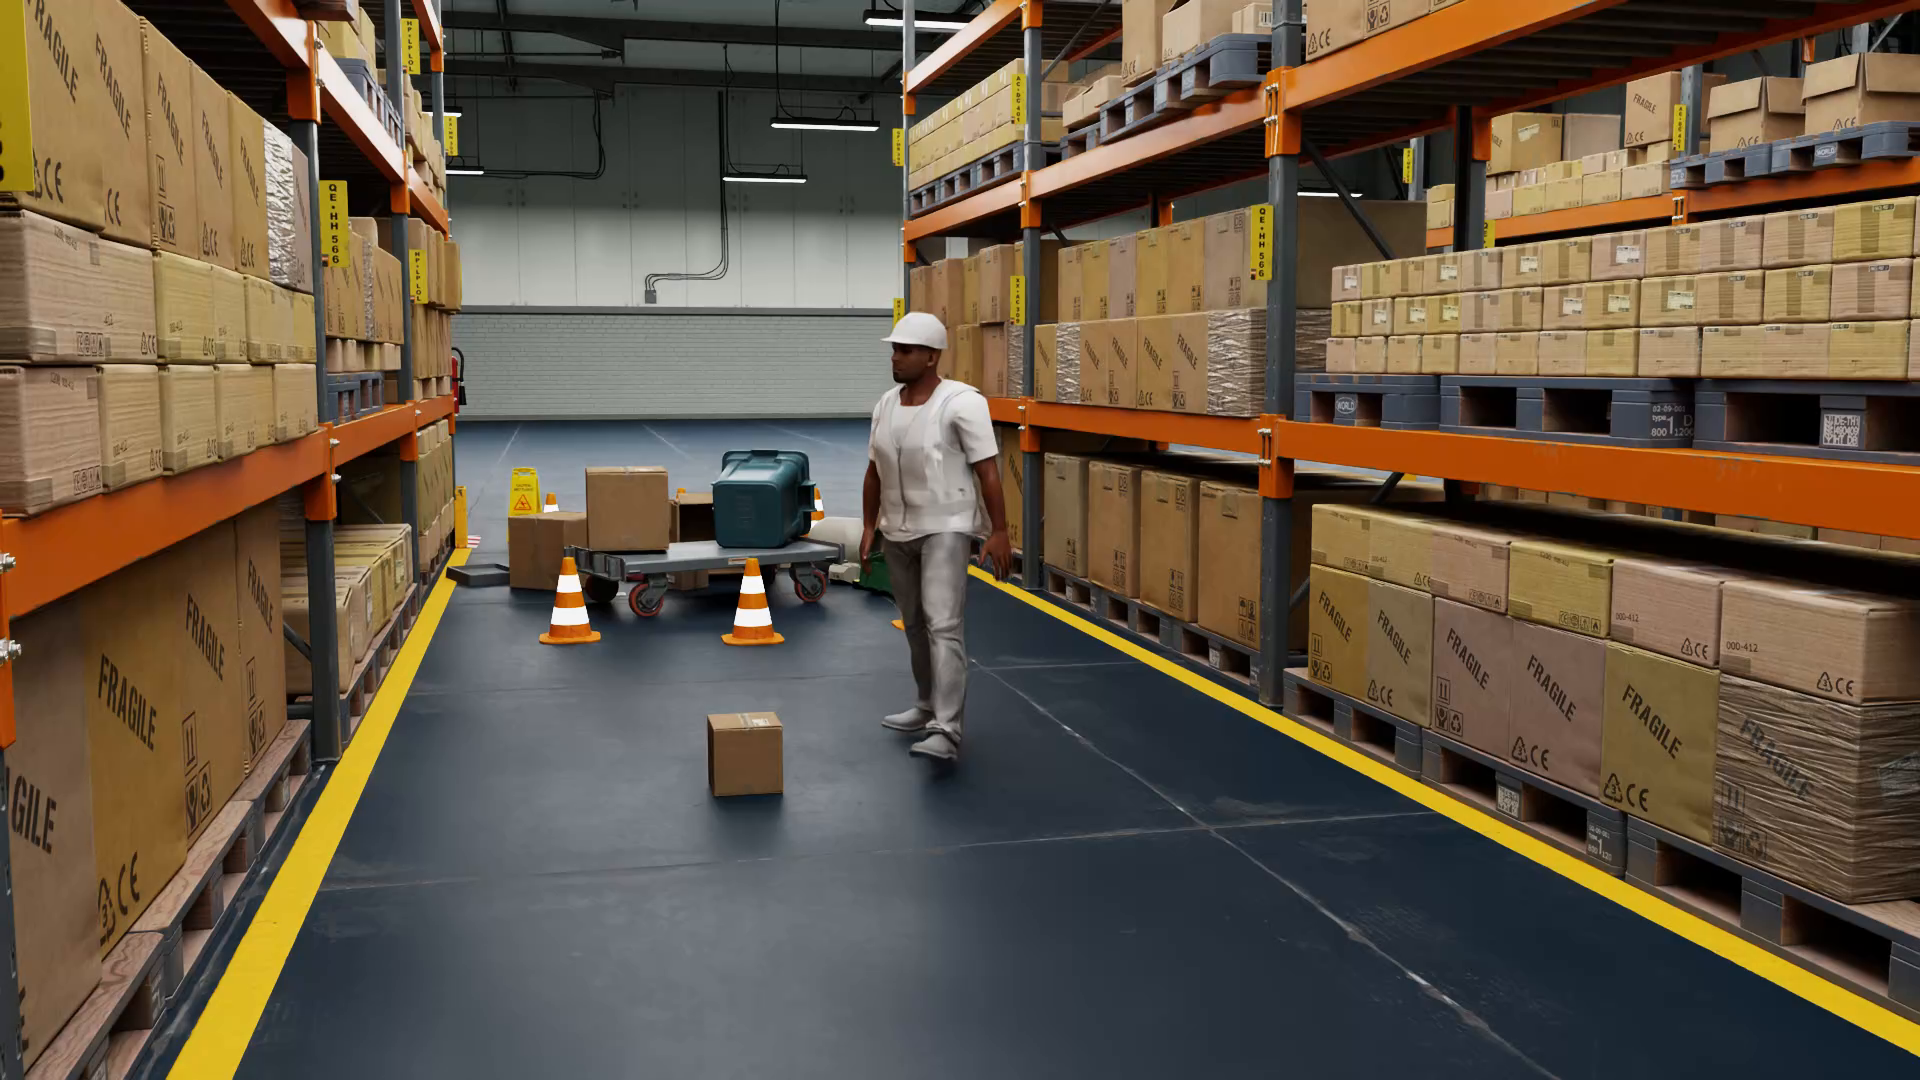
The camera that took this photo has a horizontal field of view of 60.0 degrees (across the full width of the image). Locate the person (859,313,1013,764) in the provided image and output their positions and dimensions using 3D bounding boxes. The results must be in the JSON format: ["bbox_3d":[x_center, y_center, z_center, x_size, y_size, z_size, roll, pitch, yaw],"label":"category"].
[{"bbox_3d":[-0.155,-0.023,6.534,0.776,1.728,0.838,5,8,40],"label":"person"}]
